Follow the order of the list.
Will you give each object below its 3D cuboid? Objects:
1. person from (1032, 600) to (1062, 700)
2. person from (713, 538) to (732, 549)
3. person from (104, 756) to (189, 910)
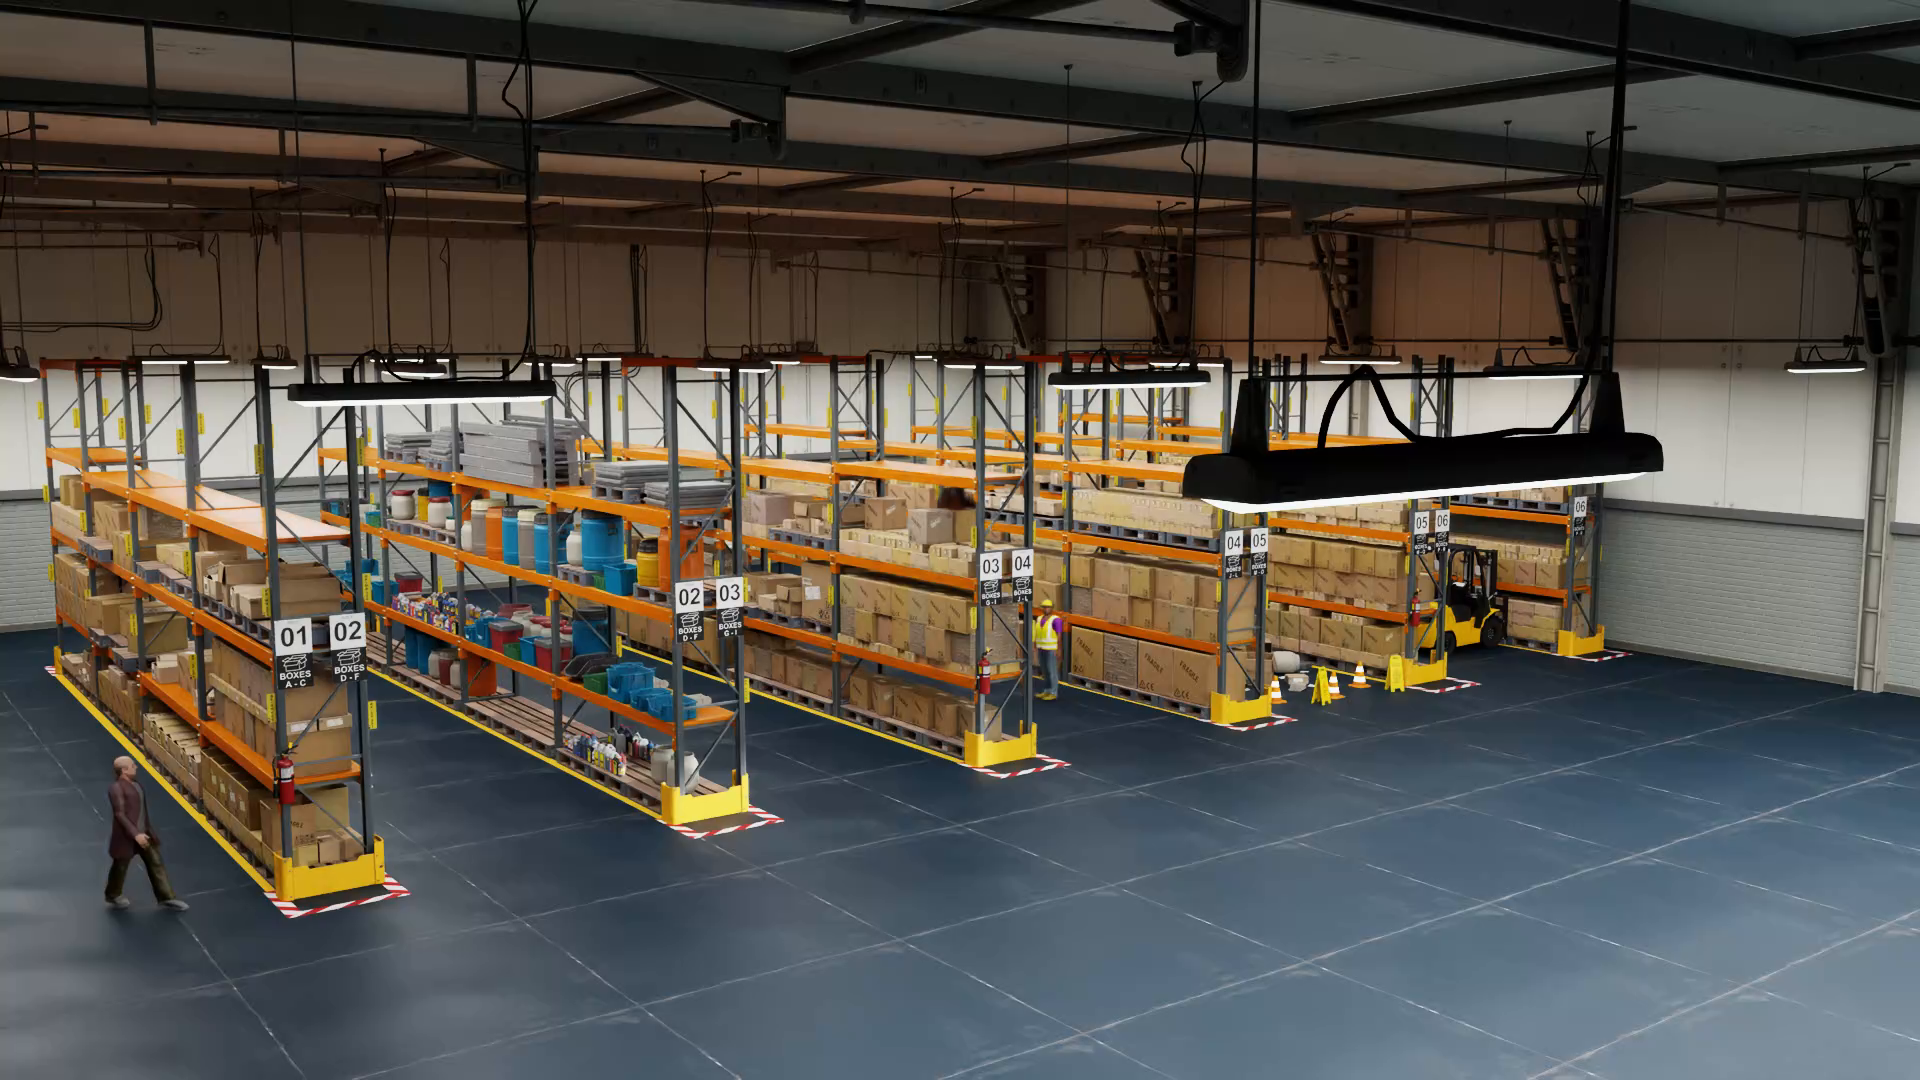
[{"bbox_3d":[1.541,1.933,29.339,0.401,1.761,0.634,-6,9,-40],"label":"person"},{"bbox_3d":[-6.026,0.344,42.507,0.606,1.727,1.053,0,7,0],"label":"person"},{"bbox_3d":[-9.116,3.240,18.373,1.034,1.731,0.549,3,8,24],"label":"person"}]
